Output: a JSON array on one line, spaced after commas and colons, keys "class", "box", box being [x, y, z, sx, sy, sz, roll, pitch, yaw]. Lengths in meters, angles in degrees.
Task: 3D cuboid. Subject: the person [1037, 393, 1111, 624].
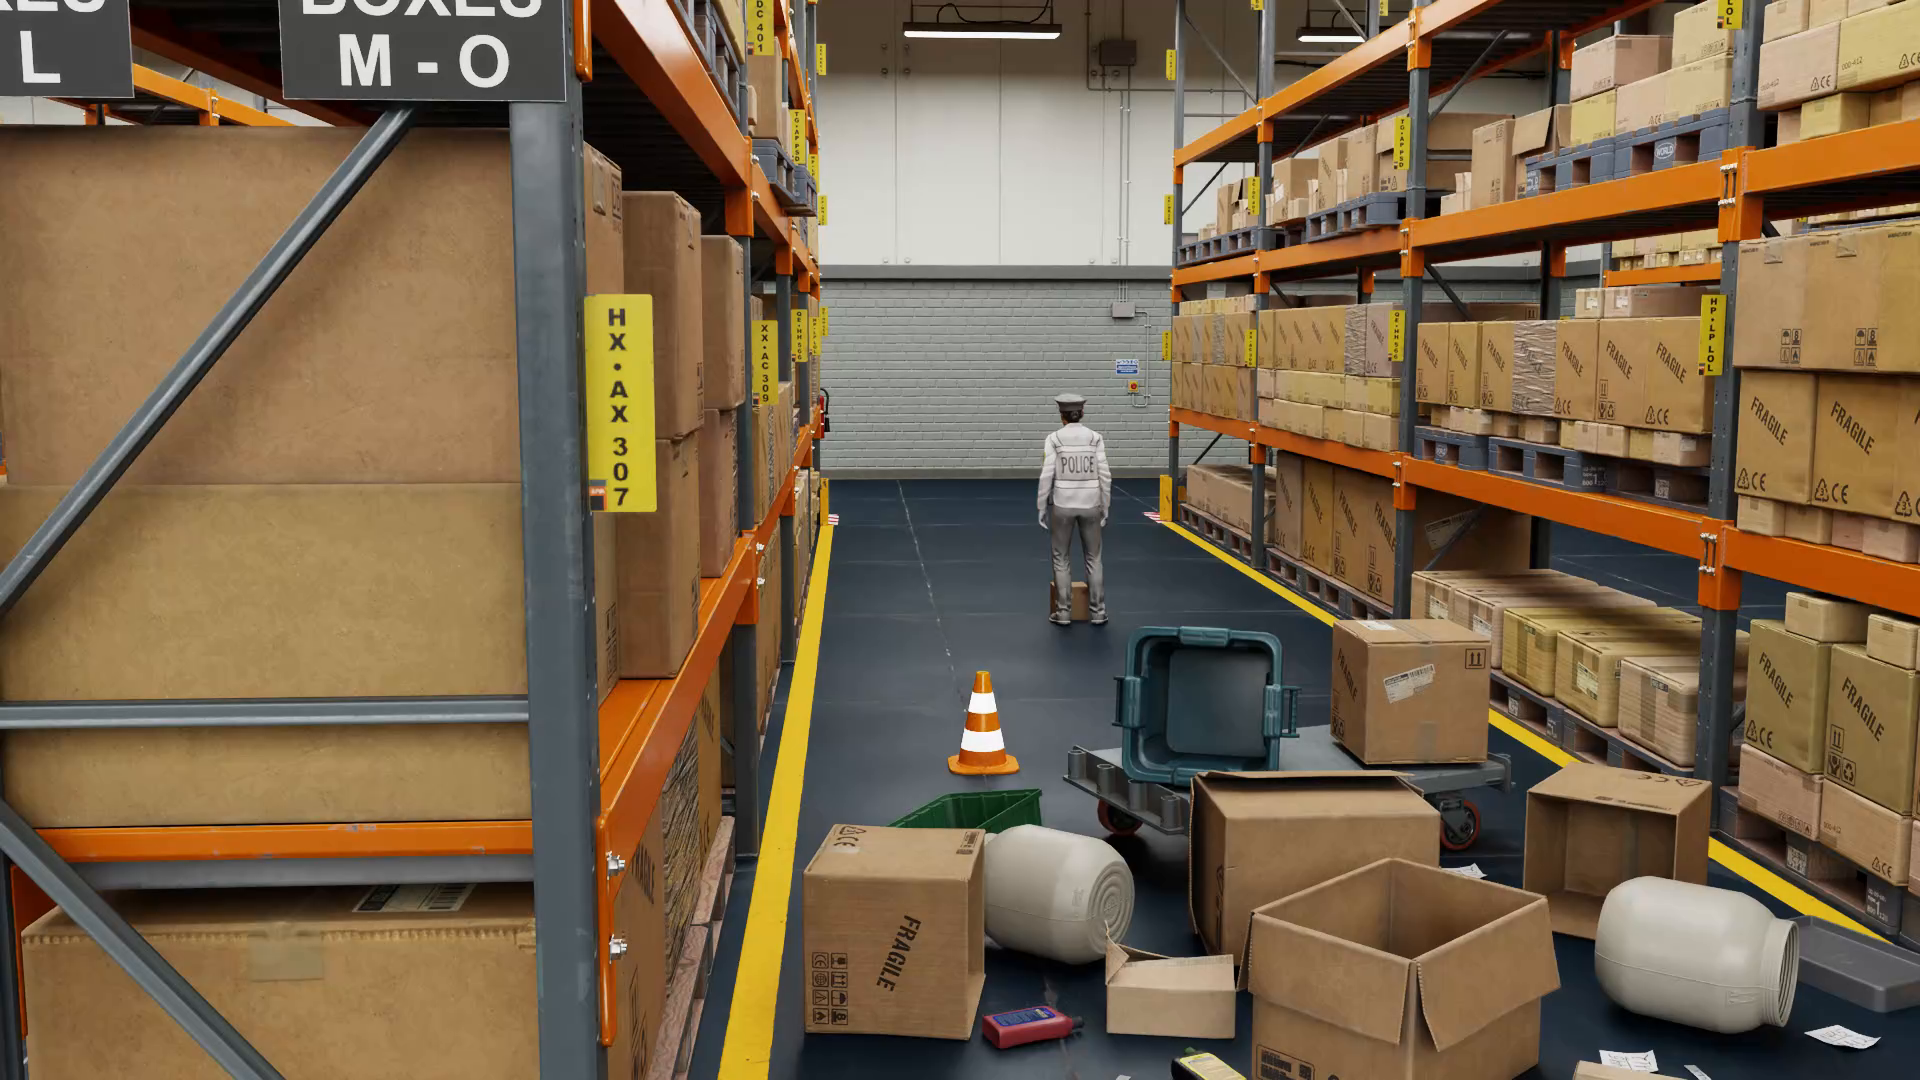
[{"class": "person", "box": [0.827, -0.220, 12.027, 0.546, 1.667, 0.369, -1, 7, -6]}]
